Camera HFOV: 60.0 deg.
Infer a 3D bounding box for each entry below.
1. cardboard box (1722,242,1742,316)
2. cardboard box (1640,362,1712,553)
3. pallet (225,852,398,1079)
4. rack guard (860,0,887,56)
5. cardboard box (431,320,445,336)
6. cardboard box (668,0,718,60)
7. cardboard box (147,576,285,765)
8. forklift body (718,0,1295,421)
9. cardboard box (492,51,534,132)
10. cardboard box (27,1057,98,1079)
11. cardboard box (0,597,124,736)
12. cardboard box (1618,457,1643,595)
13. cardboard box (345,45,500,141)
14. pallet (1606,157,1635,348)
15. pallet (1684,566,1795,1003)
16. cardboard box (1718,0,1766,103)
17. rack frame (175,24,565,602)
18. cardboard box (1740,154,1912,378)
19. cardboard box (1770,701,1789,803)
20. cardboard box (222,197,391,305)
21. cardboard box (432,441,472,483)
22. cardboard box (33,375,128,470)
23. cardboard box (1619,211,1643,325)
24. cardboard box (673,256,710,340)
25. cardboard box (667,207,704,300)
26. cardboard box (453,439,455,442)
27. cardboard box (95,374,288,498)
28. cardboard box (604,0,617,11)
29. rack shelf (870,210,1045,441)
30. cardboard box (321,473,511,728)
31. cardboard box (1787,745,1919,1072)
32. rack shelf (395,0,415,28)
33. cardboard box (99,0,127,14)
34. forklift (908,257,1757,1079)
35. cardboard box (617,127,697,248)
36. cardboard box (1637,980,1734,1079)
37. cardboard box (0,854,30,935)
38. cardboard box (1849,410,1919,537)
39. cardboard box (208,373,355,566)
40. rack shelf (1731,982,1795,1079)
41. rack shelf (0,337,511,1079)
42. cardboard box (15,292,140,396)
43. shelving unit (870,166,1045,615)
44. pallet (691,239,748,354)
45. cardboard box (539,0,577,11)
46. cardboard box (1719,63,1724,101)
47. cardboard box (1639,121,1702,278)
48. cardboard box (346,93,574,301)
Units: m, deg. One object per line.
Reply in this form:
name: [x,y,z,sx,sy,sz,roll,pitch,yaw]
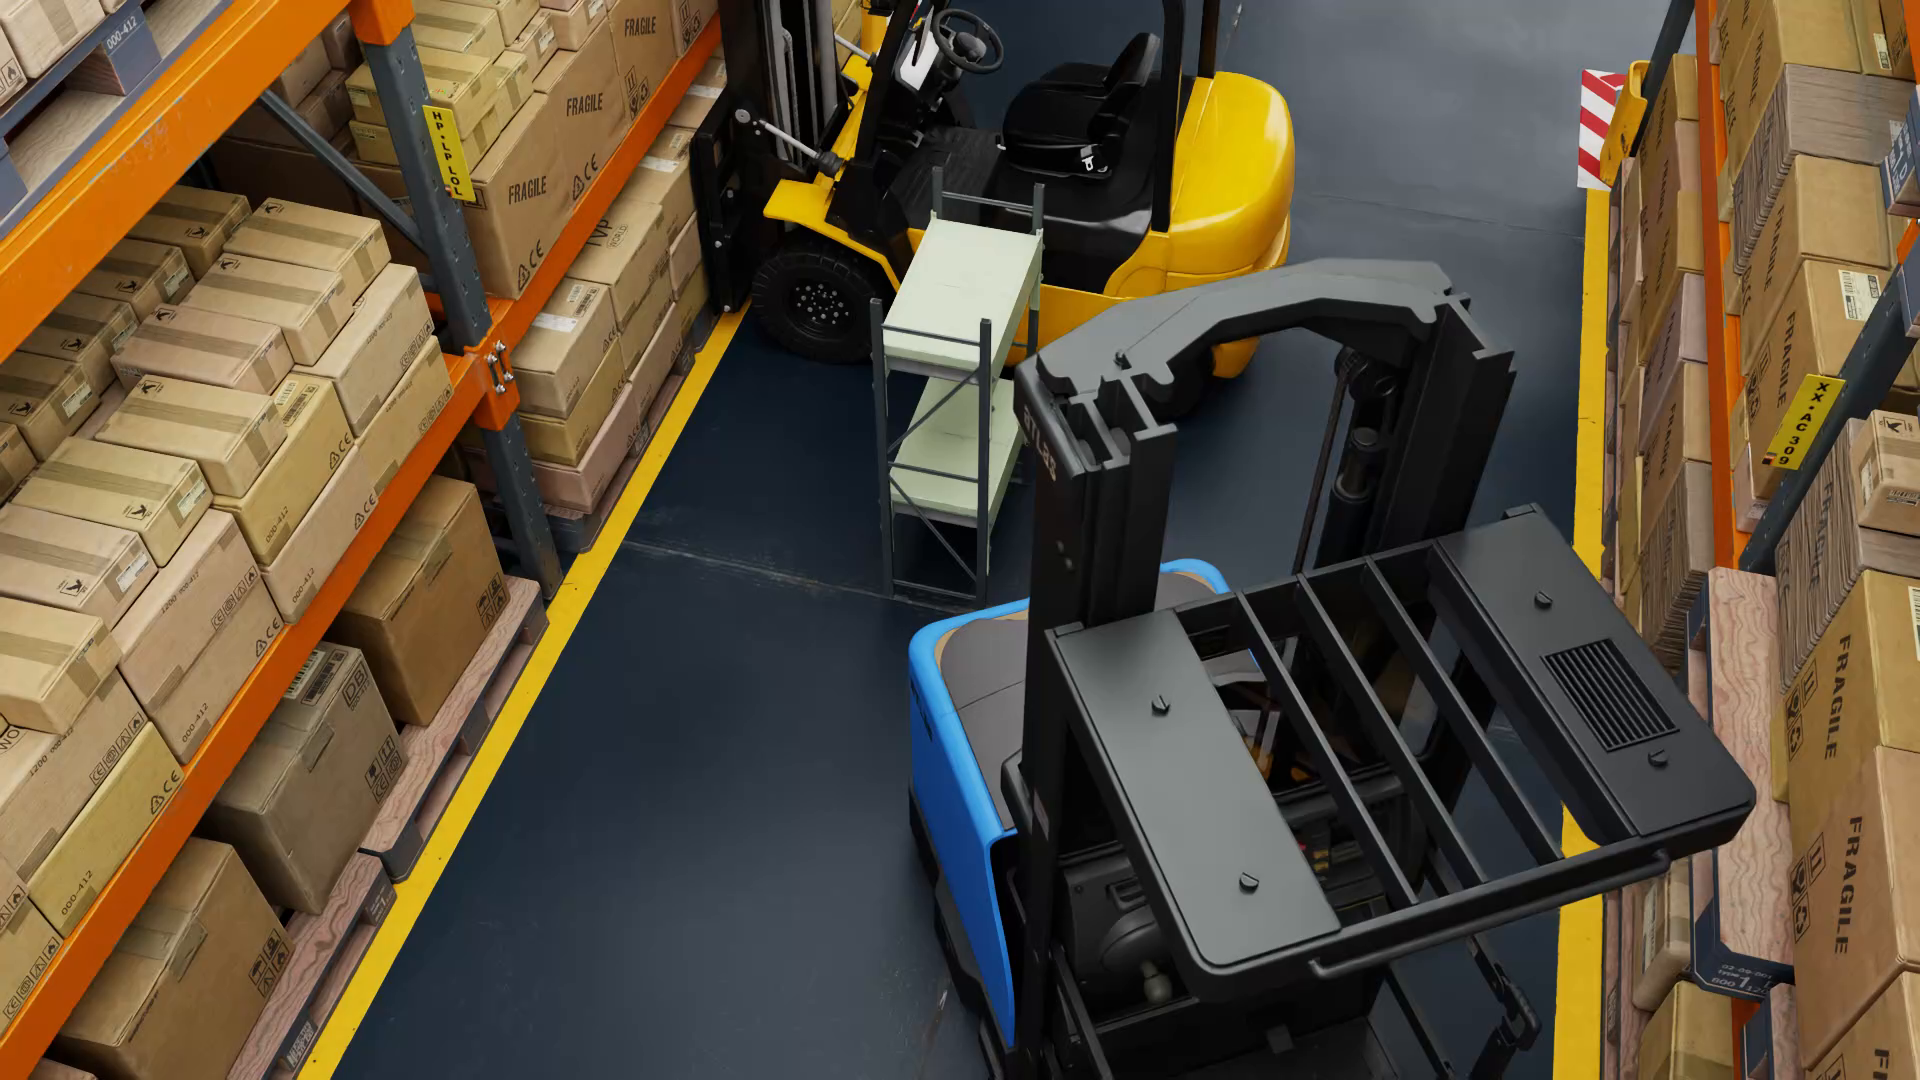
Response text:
cardboard box: [2.792,-0.863,5.597,0.380,0.149,0.250,11,49,9]
cardboard box: [2.766,-0.244,5.937,0.500,0.500,0.500,12,50,11]
pallet: [-2.528,1.454,5.245,1.003,0.211,1.213,12,50,10]
rack guard: [-0.993,-2.978,8.964,1.175,0.500,0.348,12,50,10]
cardboard box: [-2.110,-0.849,6.304,0.500,0.250,0.500,12,50,11]
cardboard box: [-1.278,-2.303,6.634,0.500,0.500,0.500,12,50,10]
cardboard box: [-2.220,0.289,4.513,0.500,0.250,0.500,12,50,10]
forklift body: [0.261,-1.775,6.801,2.313,2.155,1.214,12,50,10]
cardboard box: [-1.648,-1.509,5.500,0.380,0.149,0.250,13,50,11]
cardboard box: [-2.764,1.723,4.451,0.875,0.625,0.625,13,50,11]
cardboard box: [-2.231,0.286,3.917,0.380,0.149,0.250,10,49,9]
cardboard box: [2.764,-0.015,6.235,0.500,0.250,0.500,10,49,9]
cardboard box: [-1.682,-1.413,5.217,0.380,0.149,0.250,12,50,11]
pallet: [3.522,-1.253,7.634,1.003,0.211,1.213,12,50,10]
pallet: [2.396,0.670,4.205,1.003,0.211,1.213,12,50,10]
cardboard box: [3.132,-1.911,6.089,0.500,0.500,0.500,11,49,9]
rack frame: [-2.053,-0.895,5.458,1.000,3.000,0.127,12,50,10]
cardboard box: [2.743,-0.793,5.103,0.500,0.500,0.500,13,50,11]
cardboard box: [2.213,0.543,4.077,0.380,0.149,0.250,12,50,11]
cardboard box: [-1.928,-0.851,4.920,0.380,0.149,0.250,13,50,11]
cardboard box: [-2.120,-0.515,6.676,0.500,0.250,0.500,12,50,10]
cardboard box: [-2.575,-0.332,4.728,0.500,0.250,0.500,11,50,10]
cardboard box: [3.169,-1.144,7.231,0.500,0.250,0.500,13,50,11]
cardboard box: [-1.367,-1.153,7.240,0.500,0.250,0.500,12,50,11]
cardboard box: [-1.353,-1.304,7.040,0.500,0.250,0.500,11,50,10]
cardboard box: [-2.122,-0.682,6.490,0.500,0.250,0.500,11,49,9]
cardboard box: [-2.035,-0.278,4.414,0.380,0.149,0.250,10,49,9]
cardboard box: [-1.400,-2.056,5.983,0.380,0.149,0.250,11,50,10]
rack shelf: [0.002,-0.759,5.818,0.431,0.370,0.720,12,50,10]
cardboard box: [-2.179,0.132,5.856,0.875,0.625,0.625,14,50,12]
cardboard box: [2.062,0.812,3.407,0.500,0.500,0.500,11,50,10]
rack shelf: [-1.526,-3.096,5.880,1.077,0.370,4.000,12,50,10]
cardboard box: [-2.008,-1.458,3.667,0.500,0.311,0.500,10,49,9]
forklift: [0.770,0.945,3.880,1.130,2.935,3.031,-14,50,-12]
cardboard box: [-1.358,-1.473,6.855,0.500,0.250,0.500,13,50,11]
cardboard box: [2.416,1.713,4.629,0.950,0.372,0.625,14,50,12]
cardboard box: [-2.465,0.873,3.664,0.500,0.250,0.500,10,49,9]
cardboard box: [2.272,-0.132,3.807,0.380,0.149,0.250,11,50,10]
cardboard box: [-2.064,-0.231,4.639,0.500,0.250,0.500,10,49,9]
rack shelf: [2.211,1.767,3.589,1.077,0.370,4.000,12,50,10]
rack shelf: [-2.579,0.790,4.451,1.077,0.370,4.000,12,50,10]
cardboard box: [-2.540,-0.566,4.669,0.380,0.149,0.250,11,50,10]
shelving unit: [0.002,-0.501,6.111,0.431,1.500,0.755,12,50,10]
pallet: [-1.484,-1.424,7.785,1.003,0.211,1.213,12,50,10]
cardboard box: [-1.475,-1.972,5.711,0.380,0.149,0.250,13,50,11]
cardboard box: [3.153,-1.793,6.419,0.380,0.149,0.250,13,50,11]
cardboard box: [3.172,-1.363,6.925,0.500,0.500,0.500,10,49,9]
cardboard box: [-1.684,-1.197,5.658,0.500,0.500,0.500,10,49,9]
